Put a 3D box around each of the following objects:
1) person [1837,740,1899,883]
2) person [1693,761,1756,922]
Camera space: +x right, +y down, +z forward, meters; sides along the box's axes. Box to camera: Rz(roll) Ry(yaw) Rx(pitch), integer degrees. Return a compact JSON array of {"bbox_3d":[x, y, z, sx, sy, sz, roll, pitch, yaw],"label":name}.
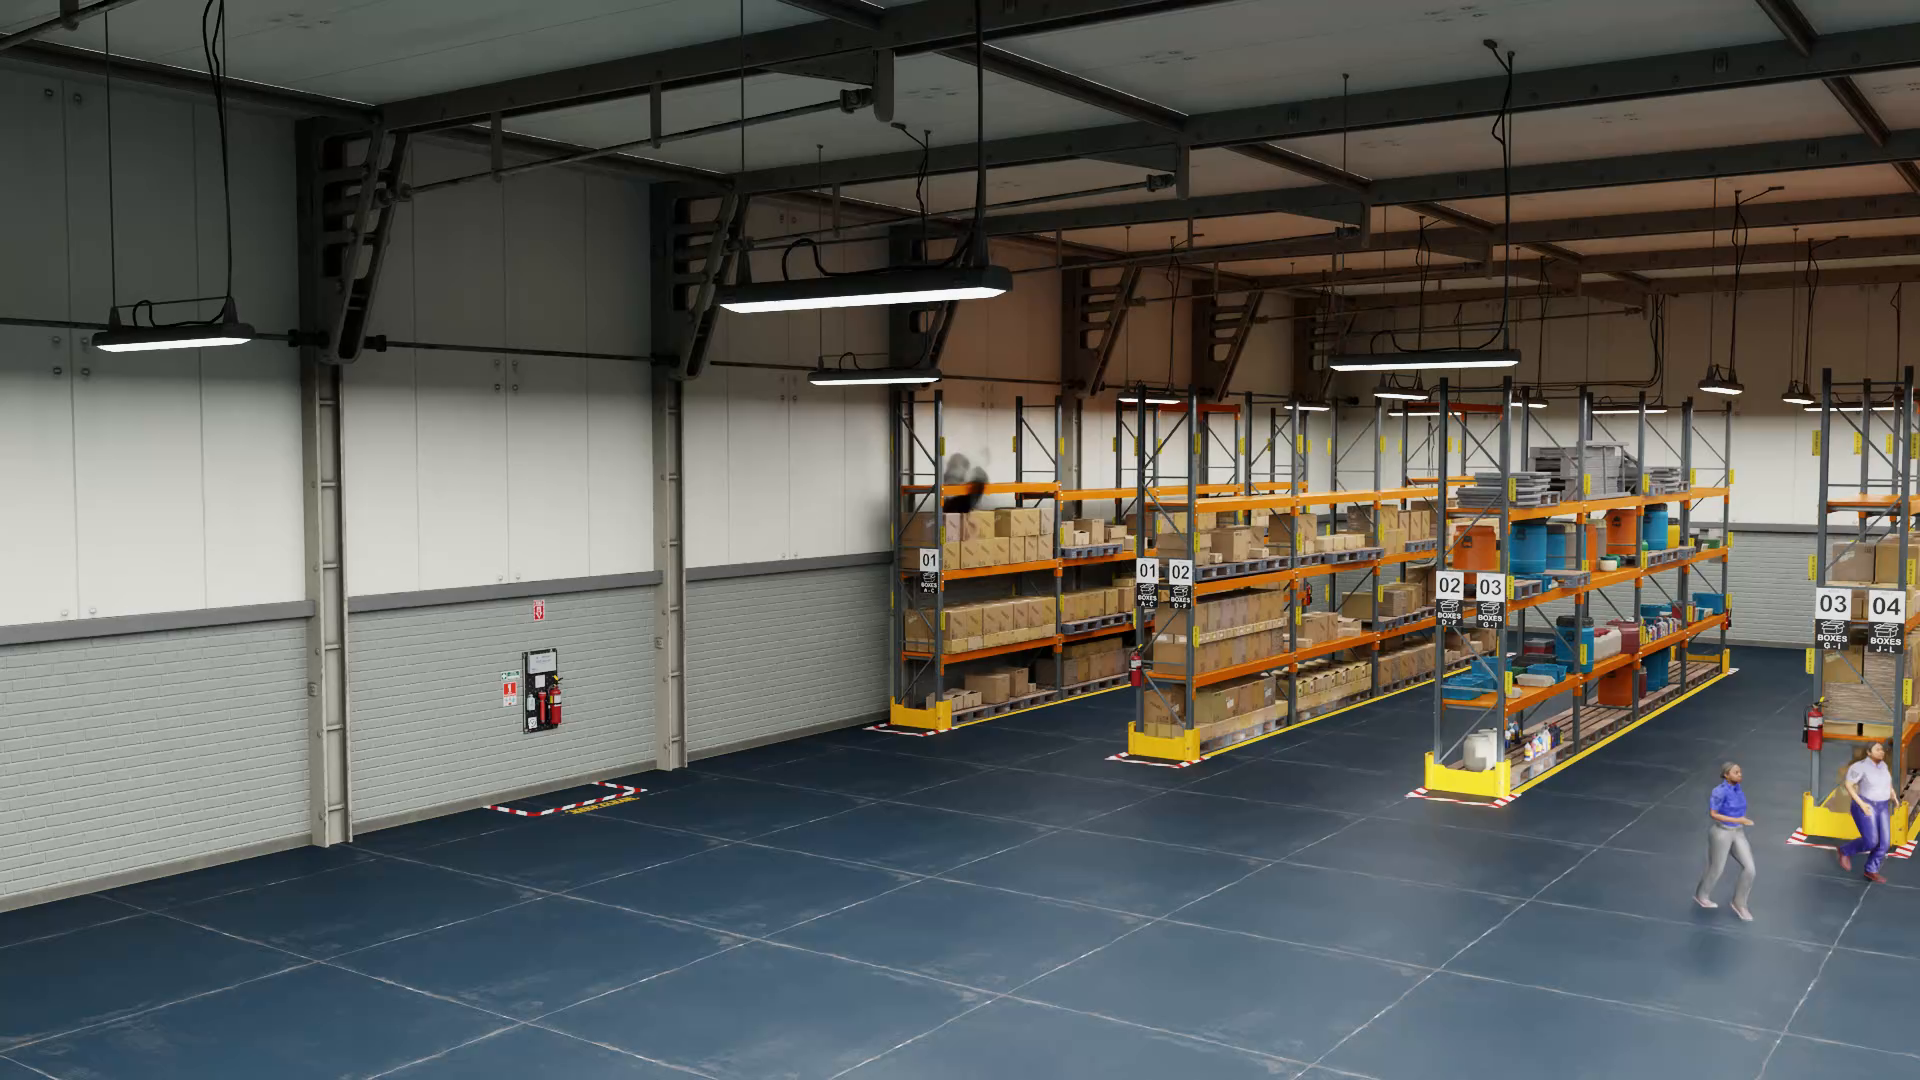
[{"bbox_3d":[10.545,3.216,19.281,0.626,1.436,0.504,-1,3,-18],"label":"person"},{"bbox_3d":[8.147,3.197,17.678,0.559,1.712,0.748,-1,4,-24],"label":"person"}]
